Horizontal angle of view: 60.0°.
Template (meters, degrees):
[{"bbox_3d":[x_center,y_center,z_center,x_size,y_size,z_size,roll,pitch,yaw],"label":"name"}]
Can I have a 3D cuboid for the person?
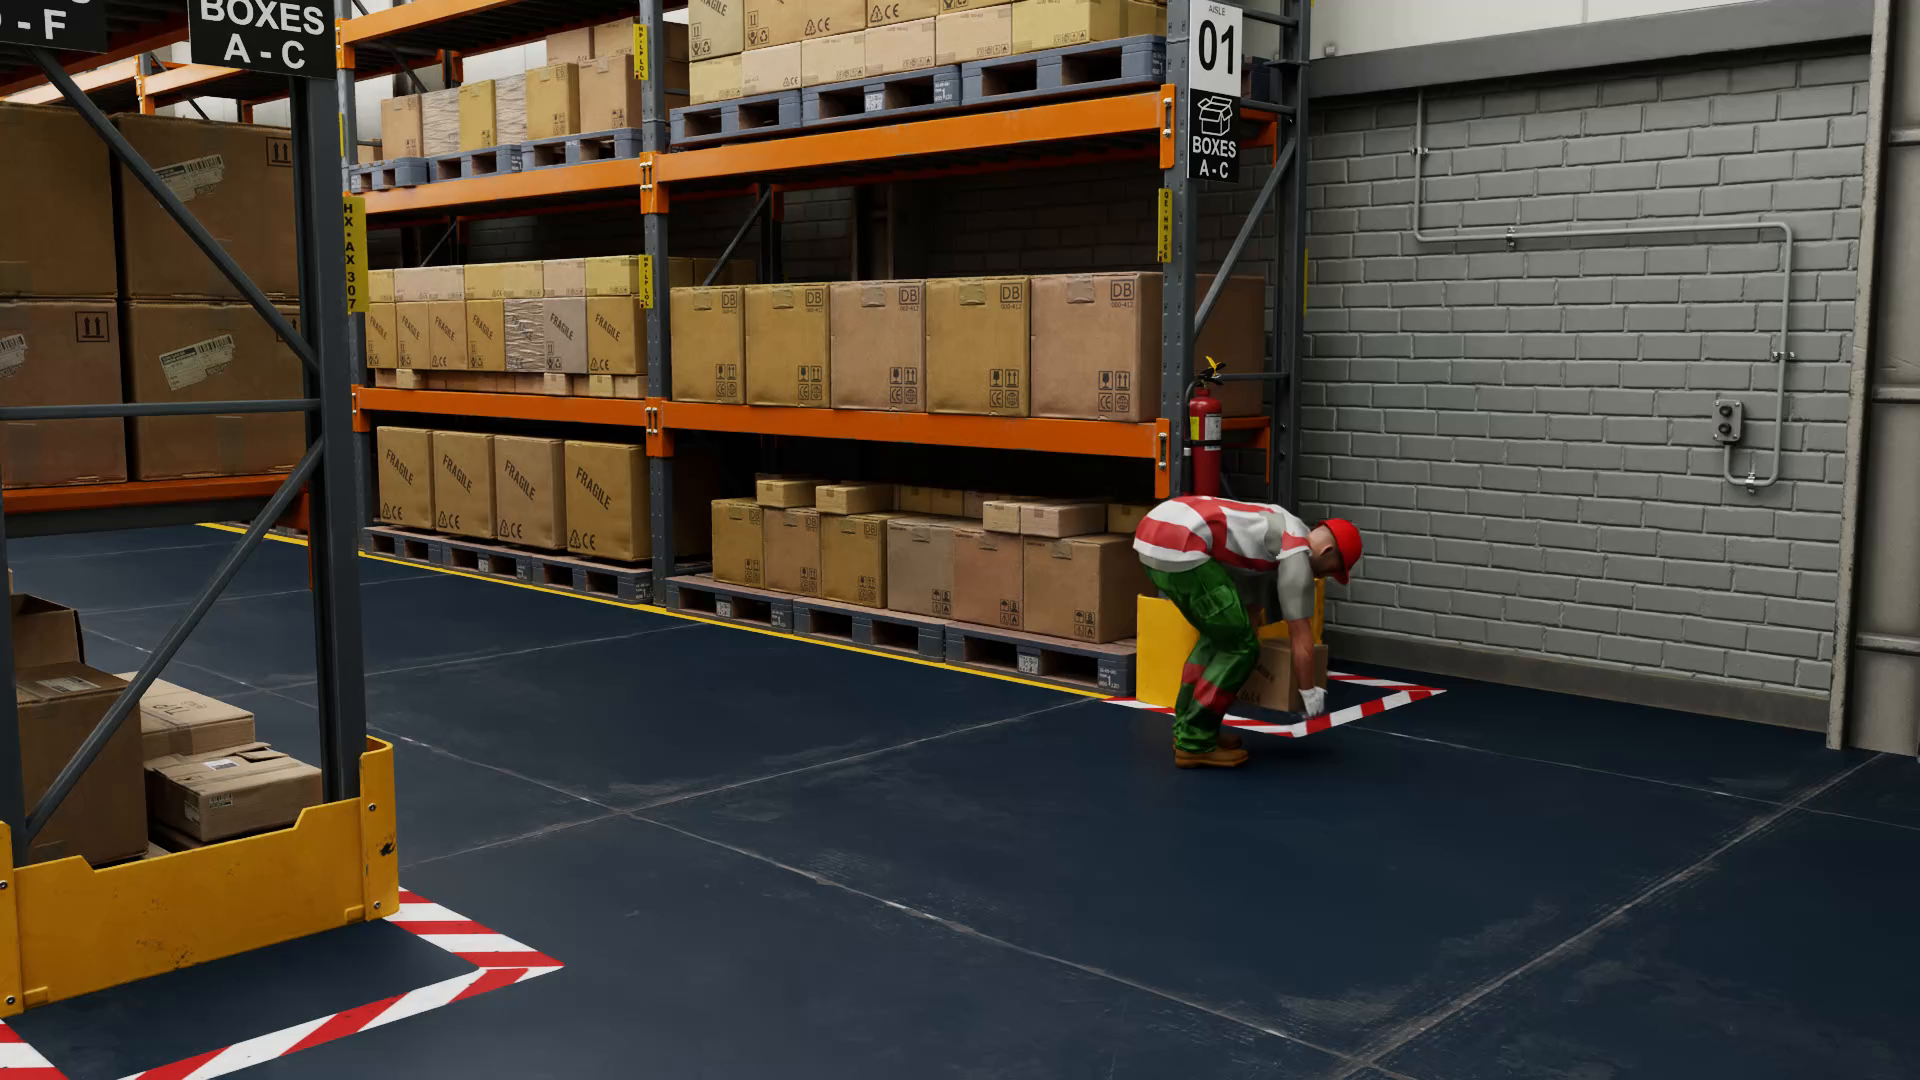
[{"bbox_3d":[1.181,0.349,6.728,0.961,1.073,0.503,-1,7,-11],"label":"person"}]
